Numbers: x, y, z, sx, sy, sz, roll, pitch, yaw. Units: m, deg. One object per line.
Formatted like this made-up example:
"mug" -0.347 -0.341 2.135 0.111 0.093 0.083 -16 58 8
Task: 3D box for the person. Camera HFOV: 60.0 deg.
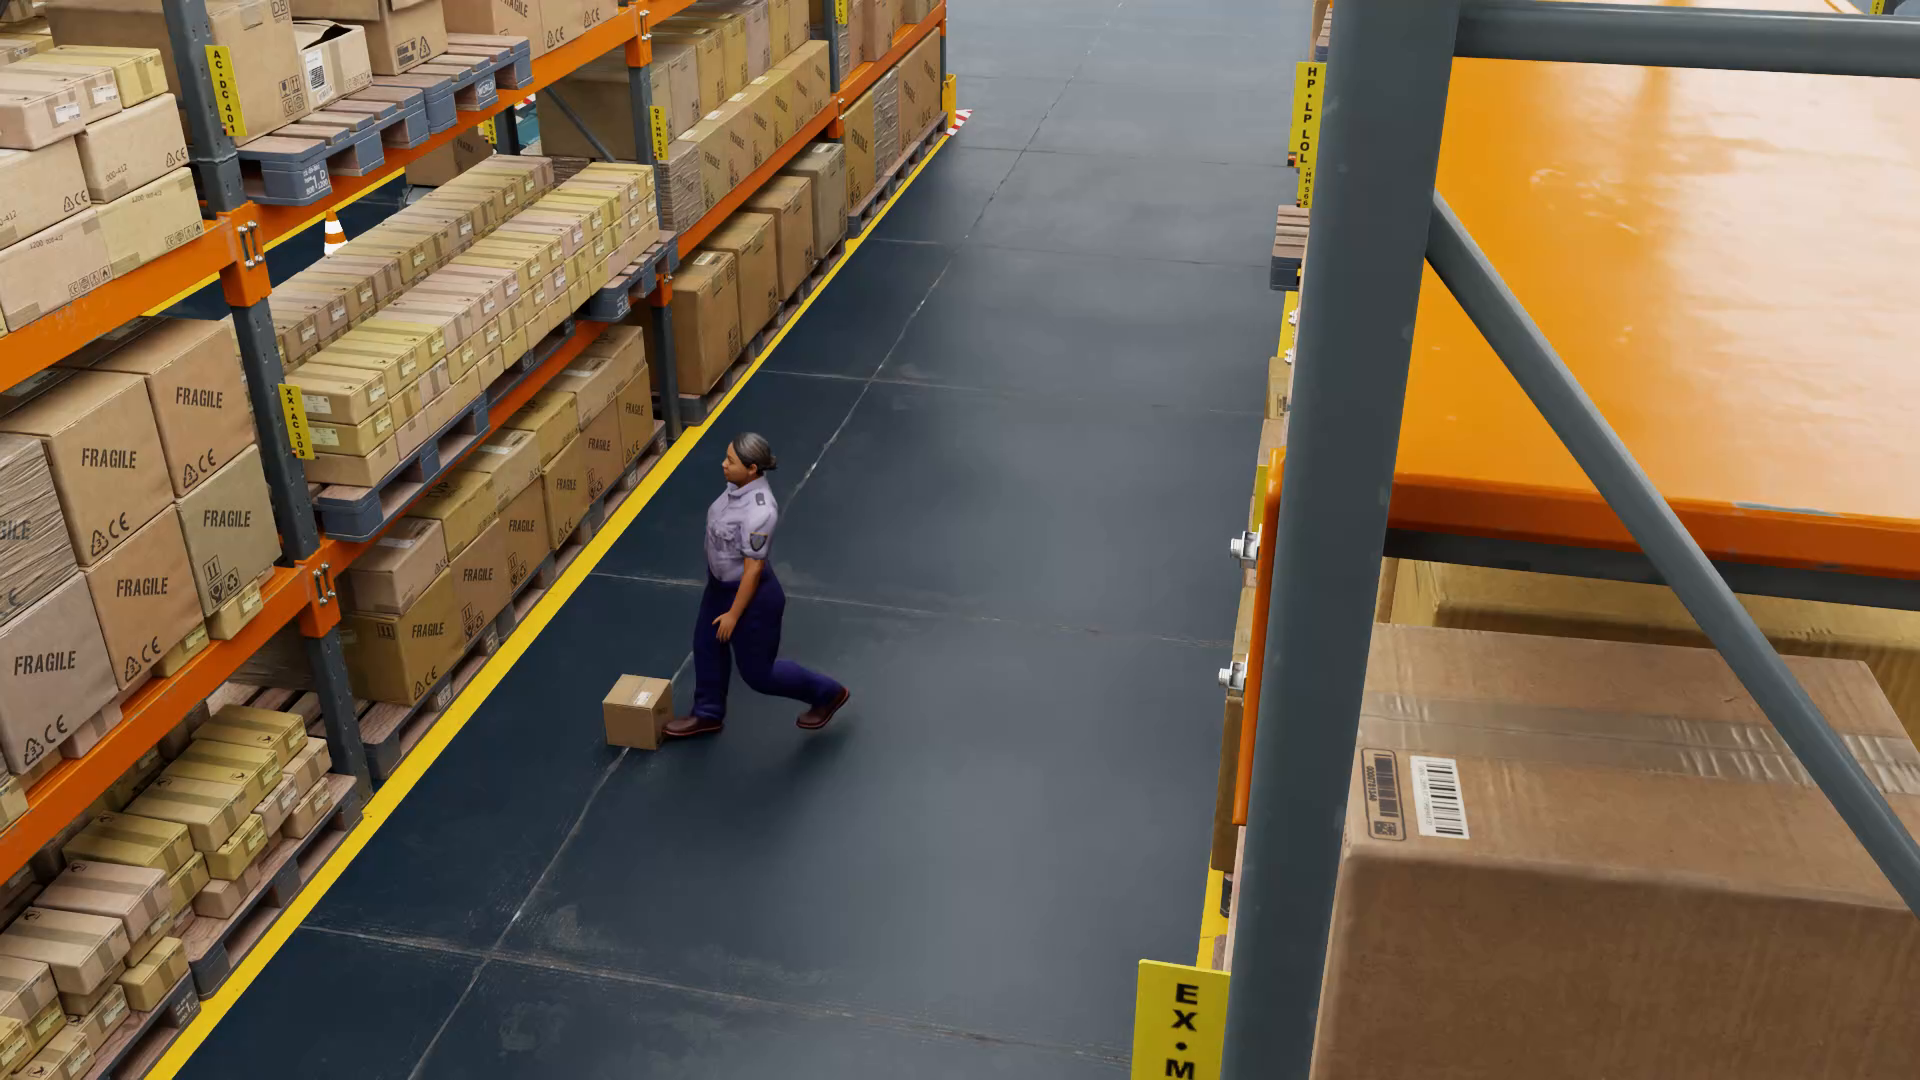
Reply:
"person" -0.981 0.242 7.709 0.878 1.613 0.482 -11 31 -19
